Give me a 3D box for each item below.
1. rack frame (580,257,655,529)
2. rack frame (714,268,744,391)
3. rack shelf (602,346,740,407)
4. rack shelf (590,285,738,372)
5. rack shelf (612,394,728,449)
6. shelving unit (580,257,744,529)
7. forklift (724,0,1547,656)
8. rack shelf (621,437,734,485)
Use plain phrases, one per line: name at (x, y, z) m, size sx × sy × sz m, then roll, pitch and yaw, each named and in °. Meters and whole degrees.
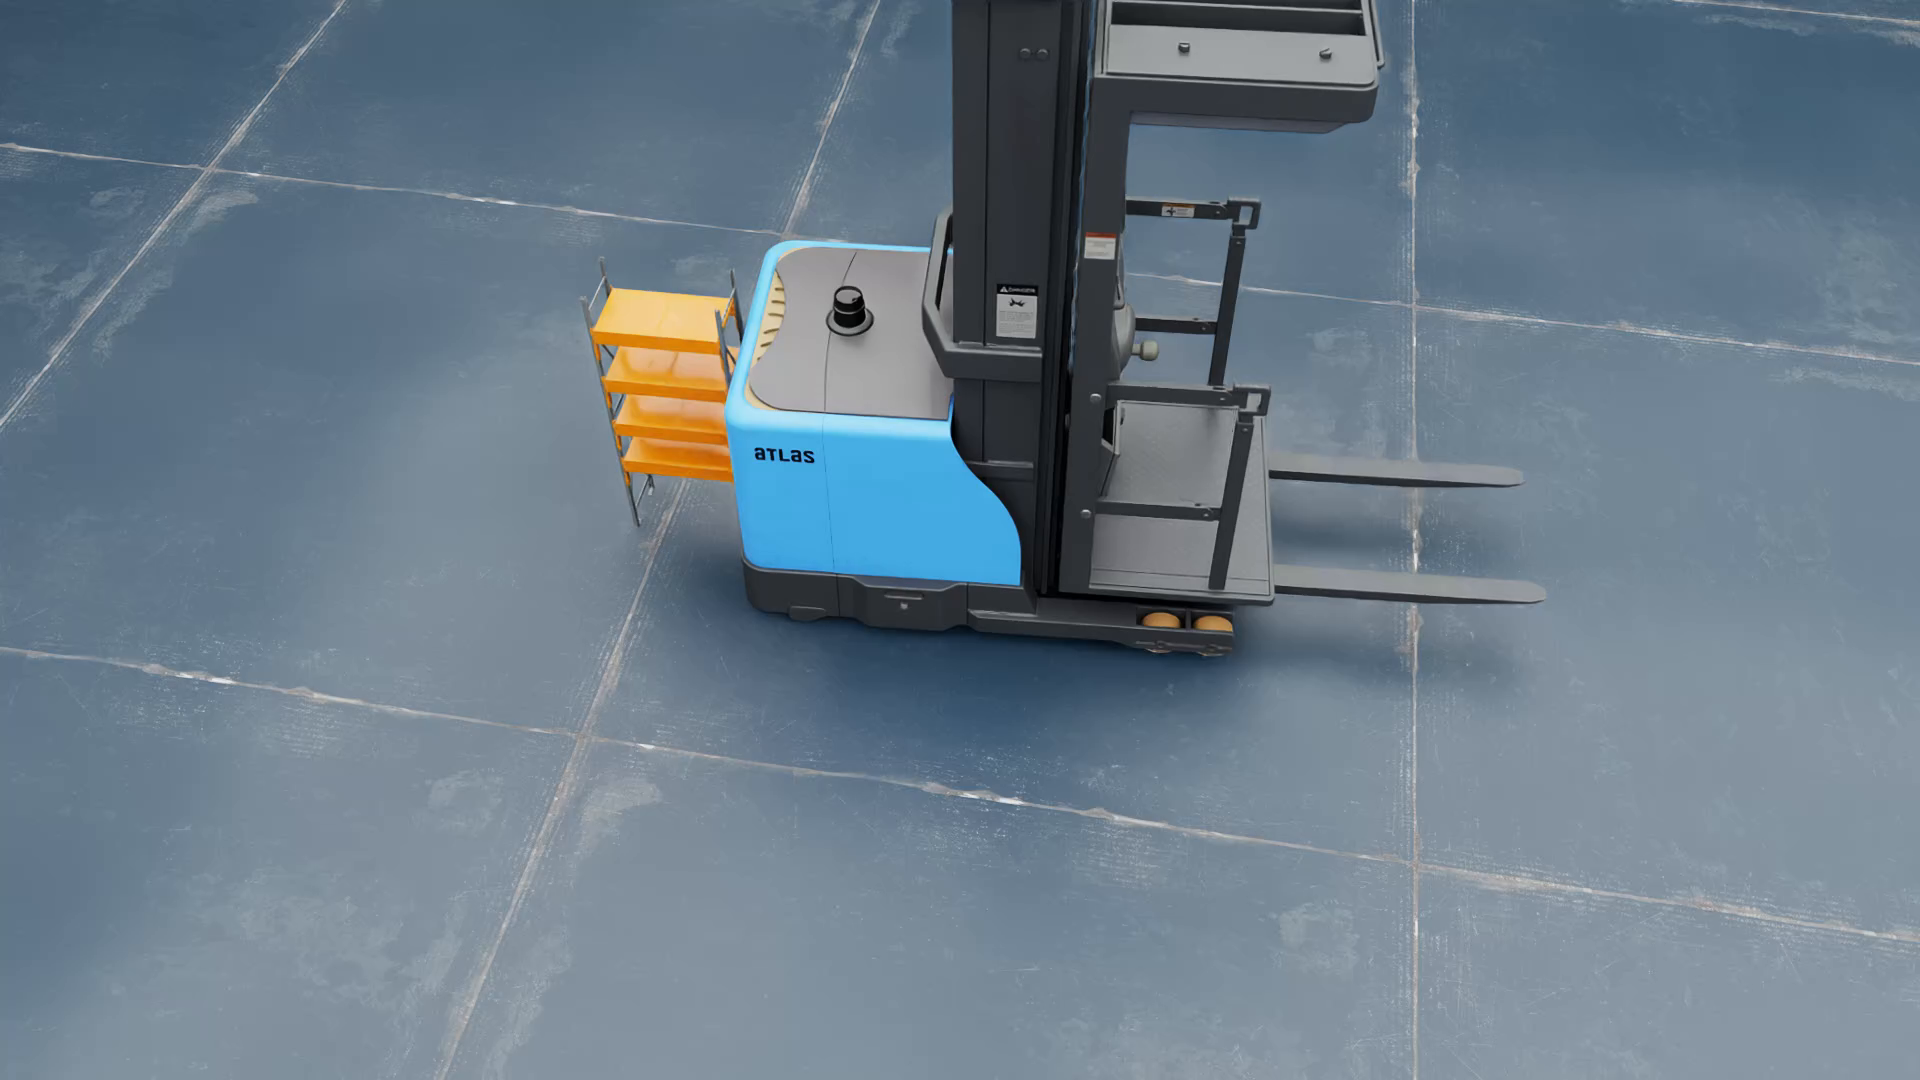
rack frame at (-1.307, -0.536, 6.397) m, size 0.015 × 1.200 × 0.240 m, roll 6°, pitch 48°, yaw 7°
rack frame at (-0.824, -0.486, 6.340) m, size 0.015 × 1.200 × 0.240 m, roll 6°, pitch 48°, yaw 7°
rack shelf at (-1.068, -0.616, 6.252) m, size 0.480 × 0.148 × 0.258 m, roll 6°, pitch 48°, yaw 7°
rack shelf at (-1.072, -0.775, 6.077) m, size 0.480 × 0.148 × 0.258 m, roll 6°, pitch 48°, yaw 7°
rack shelf at (-1.064, -0.466, 6.418) m, size 0.480 × 0.148 × 0.258 m, roll 6°, pitch 48°, yaw 7°
shelving unit at (-1.065, -0.511, 6.368) m, size 0.503 × 1.200 × 0.258 m, roll 6°, pitch 48°, yaw 7°
forklift at (0.718, -0.953, 5.608) m, size 3.031 × 2.935 × 1.130 m, roll 4°, pitch 48°, yaw 3°
rack shelf at (-1.061, -0.333, 6.565) m, size 0.480 × 0.148 × 0.258 m, roll 6°, pitch 48°, yaw 7°
